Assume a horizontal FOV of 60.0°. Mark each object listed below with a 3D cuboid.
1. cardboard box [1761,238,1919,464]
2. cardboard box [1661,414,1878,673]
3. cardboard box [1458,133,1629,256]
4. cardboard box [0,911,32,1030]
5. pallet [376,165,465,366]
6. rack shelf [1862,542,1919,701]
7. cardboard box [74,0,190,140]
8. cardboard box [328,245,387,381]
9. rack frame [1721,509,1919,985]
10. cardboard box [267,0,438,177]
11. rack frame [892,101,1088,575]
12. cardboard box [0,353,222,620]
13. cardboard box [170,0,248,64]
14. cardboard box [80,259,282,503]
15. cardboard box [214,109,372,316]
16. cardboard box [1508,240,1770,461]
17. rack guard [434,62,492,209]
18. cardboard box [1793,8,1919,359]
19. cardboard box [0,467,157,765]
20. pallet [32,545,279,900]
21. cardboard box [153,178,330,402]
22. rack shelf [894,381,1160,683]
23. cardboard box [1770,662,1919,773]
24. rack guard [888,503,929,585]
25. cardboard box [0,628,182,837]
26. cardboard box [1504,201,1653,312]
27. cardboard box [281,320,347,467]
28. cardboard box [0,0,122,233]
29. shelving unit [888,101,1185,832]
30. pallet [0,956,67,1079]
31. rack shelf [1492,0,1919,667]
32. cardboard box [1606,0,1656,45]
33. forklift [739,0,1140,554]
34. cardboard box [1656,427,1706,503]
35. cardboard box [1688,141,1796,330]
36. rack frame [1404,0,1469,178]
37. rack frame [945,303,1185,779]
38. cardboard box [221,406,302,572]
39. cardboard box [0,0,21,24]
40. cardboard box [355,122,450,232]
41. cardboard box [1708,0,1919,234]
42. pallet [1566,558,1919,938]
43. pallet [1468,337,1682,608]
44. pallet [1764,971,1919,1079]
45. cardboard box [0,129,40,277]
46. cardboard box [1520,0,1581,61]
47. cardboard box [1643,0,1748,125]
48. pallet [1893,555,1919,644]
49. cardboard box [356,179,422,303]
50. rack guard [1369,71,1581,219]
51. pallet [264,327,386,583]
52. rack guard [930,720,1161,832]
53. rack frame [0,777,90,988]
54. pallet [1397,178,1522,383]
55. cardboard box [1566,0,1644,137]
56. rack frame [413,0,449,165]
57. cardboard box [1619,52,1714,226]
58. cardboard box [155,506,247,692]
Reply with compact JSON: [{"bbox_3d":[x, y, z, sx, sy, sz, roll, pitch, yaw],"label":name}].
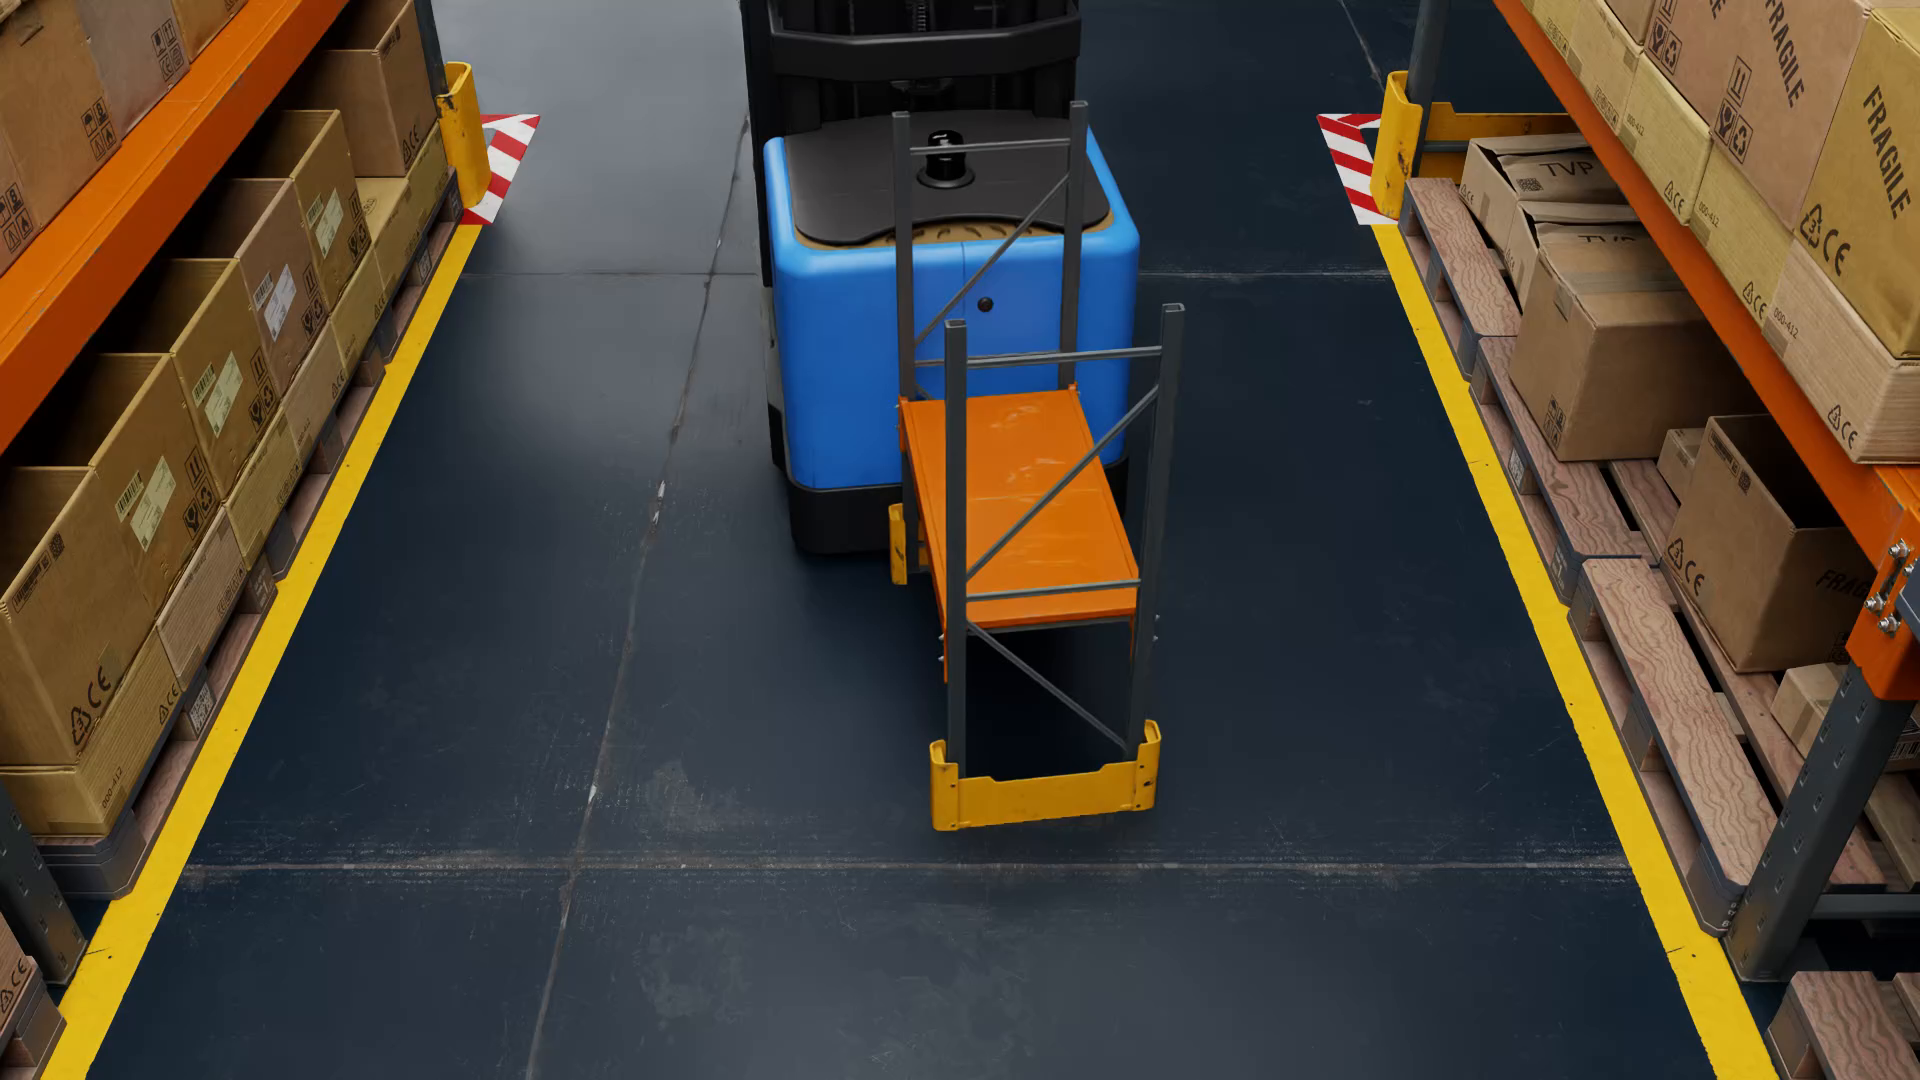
[{"bbox_3d":[2.042,-0.403,3.458,0.500,0.250,0.500,0,39,0],"label":"cardboard box"},{"bbox_3d":[2.305,-0.003,4.502,0.500,0.500,0.500,-3,39,-3],"label":"cardboard box"},{"bbox_3d":[2.252,-1.348,6.332,0.500,0.311,0.500,-4,39,-5],"label":"cardboard box"},{"bbox_3d":[-2.318,1.017,3.445,0.500,0.250,0.500,0,39,0],"label":"cardboard box"},{"bbox_3d":[-2.570,-1.086,6.437,1.003,0.211,1.213,0,39,0],"label":"pallet"},{"bbox_3d":[2.348,1.374,1.712,1.077,0.370,4.000,0,39,0],"label":"rack shelf"},{"bbox_3d":[-2.620,-1.432,4.558,0.700,0.500,0.500,1,39,1],"label":"cardboard box"},{"bbox_3d":[-2.302,-0.783,5.692,0.500,0.250,0.500,0,39,0],"label":"cardboard box"},{"bbox_3d":[2.346,-0.157,3.048,1.000,3.000,0.127,0,39,0],"label":"rack frame"},{"bbox_3d":[-2.314,-1.701,6.237,0.500,0.500,0.500,0,39,0],"label":"cardboard box"},{"bbox_3d":[0.077,-0.508,4.685,0.500,1.500,0.032,-5,39,-6],"label":"rack frame"},{"bbox_3d":[-2.304,-0.138,4.287,0.500,0.500,0.500,0,39,0],"label":"cardboard box"},{"bbox_3d":[-2.625,-1.761,4.969,0.700,0.500,0.500,0,39,0],"label":"cardboard box"},{"bbox_3d":[-2.297,-0.450,4.677,0.500,0.500,0.500,0,39,0],"label":"cardboard box"},{"bbox_3d":[-2.299,-1.076,5.457,0.500,0.500,0.500,0,39,0],"label":"cardboard box"},{"bbox_3d":[2.203,-0.607,5.256,0.700,0.500,0.500,-2,39,-3],"label":"cardboard box"},{"bbox_3d":[-2.613,-1.692,6.962,1.175,0.500,0.348,0,39,0],"label":"rack guard"},{"bbox_3d":[2.036,-0.695,3.222,0.500,0.500,0.500,0,39,0],"label":"cardboard box"},{"bbox_3d":[-2.295,0.175,3.896,0.500,0.500,0.500,0,39,0],"label":"cardboard box"},{"bbox_3d":[-2.567,0.439,4.533,1.003,0.211,1.213,0,39,0],"label":"pallet"},{"bbox_3d":[-2.299,-0.763,5.067,0.500,0.500,0.500,0,39,0],"label":"cardboard box"},{"bbox_3d":[0.148,-0.053,4.404,0.538,0.185,1.000,-5,39,-6],"label":"rack shelf"},{"bbox_3d":[2.315,0.442,4.213,0.380,0.166,0.250,-5,39,-6],"label":"cardboard box"},{"bbox_3d":[0.080,-0.009,5.061,0.587,0.250,0.087,-5,39,-6],"label":"rack guard"},{"bbox_3d":[-2.305,0.468,4.131,0.500,0.250,0.500,0,39,0],"label":"cardboard box"},{"bbox_3d":[2.253,-0.992,5.887,0.500,0.311,0.500,3,39,4],"label":"cardboard box"},{"bbox_3d":[-2.303,-0.470,5.301,0.500,0.250,0.500,0,39,0],"label":"cardboard box"},{"bbox_3d":[-2.619,-1.111,4.158,0.700,0.500,0.500,1,39,1],"label":"cardboard box"},{"bbox_3d":[0.149,-0.188,4.285,0.587,1.500,1.083,-5,39,-6],"label":"shelving unit"},{"bbox_3d":[-2.568,1.397,3.337,1.003,0.211,1.213,0,39,0],"label":"pallet"},{"bbox_3d":[2.343,-1.127,4.833,1.077,0.370,4.000,0,39,0],"label":"rack shelf"},{"bbox_3d":[2.039,-1.647,4.411,0.500,0.500,0.500,1,39,1],"label":"cardboard box"},{"bbox_3d":[-0.195,-2.019,5.425,1.130,2.935,3.031,-5,39,-6],"label":"forklift"},{"bbox_3d":[2.364,-0.217,5.050,0.380,0.149,0.250,-3,39,-4],"label":"cardboard box"},{"bbox_3d":[2.050,-0.714,3.846,0.500,0.250,0.500,0,39,0],"label":"cardboard box"},{"bbox_3d":[2.341,-2.659,6.169,1.000,3.000,0.127,0,39,0],"label":"rack frame"},{"bbox_3d":[0.218,0.121,3.899,0.500,1.500,0.032,-5,39,-6],"label":"rack frame"},{"bbox_3d":[-2.296,-0.158,4.911,0.500,0.250,0.500,0,39,0],"label":"cardboard box"},{"bbox_3d":[-2.417,-1.251,3.813,0.380,0.149,0.250,-1,39,-2],"label":"cardboard box"},{"bbox_3d":[-2.316,-1.409,6.472,0.500,0.250,0.500,0,39,0],"label":"cardboard box"},{"bbox_3d":[2.030,-1.007,3.612,0.500,0.500,0.500,0,39,0],"label":"cardboard box"},{"bbox_3d":[2.310,0.511,4.444,1.003,0.211,1.213,0,39,0],"label":"pallet"},{"bbox_3d":[2.305,-0.254,5.398,1.003,0.211,1.213,0,39,0],"label":"pallet"},{"bbox_3d":[2.348,1.418,3.312,1.003,0.211,1.213,0,39,0],"label":"pallet"},{"bbox_3d":[-2.622,-0.798,3.767,0.700,0.500,0.500,0,39,-1],"label":"cardboard box"},{"bbox_3d":[2.034,-1.659,5.026,0.500,0.250,0.500,-1,39,-1],"label":"cardboard box"},{"bbox_3d":[2.040,-1.322,4.005,0.500,0.500,0.500,-1,39,-1],"label":"cardboard box"},{"bbox_3d":[2.201,0.396,2.511,1.003,0.211,1.213,0,39,0],"label":"pallet"},{"bbox_3d":[-2.304,-1.096,6.082,0.500,0.250,0.500,0,39,0],"label":"cardboard box"},{"bbox_3d":[2.341,-1.636,6.891,1.175,0.500,0.348,0,39,0],"label":"rack guard"},{"bbox_3d":[-2.571,-0.325,5.487,1.003,0.211,1.213,0,39,0],"label":"pallet"},{"bbox_3d":[0.218,0.608,4.291,0.587,0.250,0.087,-5,39,-6],"label":"rack guard"},{"bbox_3d":[-2.608,-0.151,3.040,1.000,3.000,0.127,0,39,0],"label":"rack frame"},{"bbox_3d":[2.307,-1.015,6.348,1.003,0.211,1.213,0,39,0],"label":"pallet"},{"bbox_3d":[2.032,-1.343,4.631,0.500,0.250,0.500,0,39,0],"label":"cardboard box"},{"bbox_3d":[-2.613,-2.653,6.162,1.000,3.000,0.127,0,39,0],"label":"rack frame"},{"bbox_3d":[2.034,-1.029,4.239,0.500,0.250,0.500,0,39,0],"label":"cardboard box"},{"bbox_3d":[-2.301,0.155,4.521,0.500,0.250,0.500,0,39,0],"label":"cardboard box"}]
